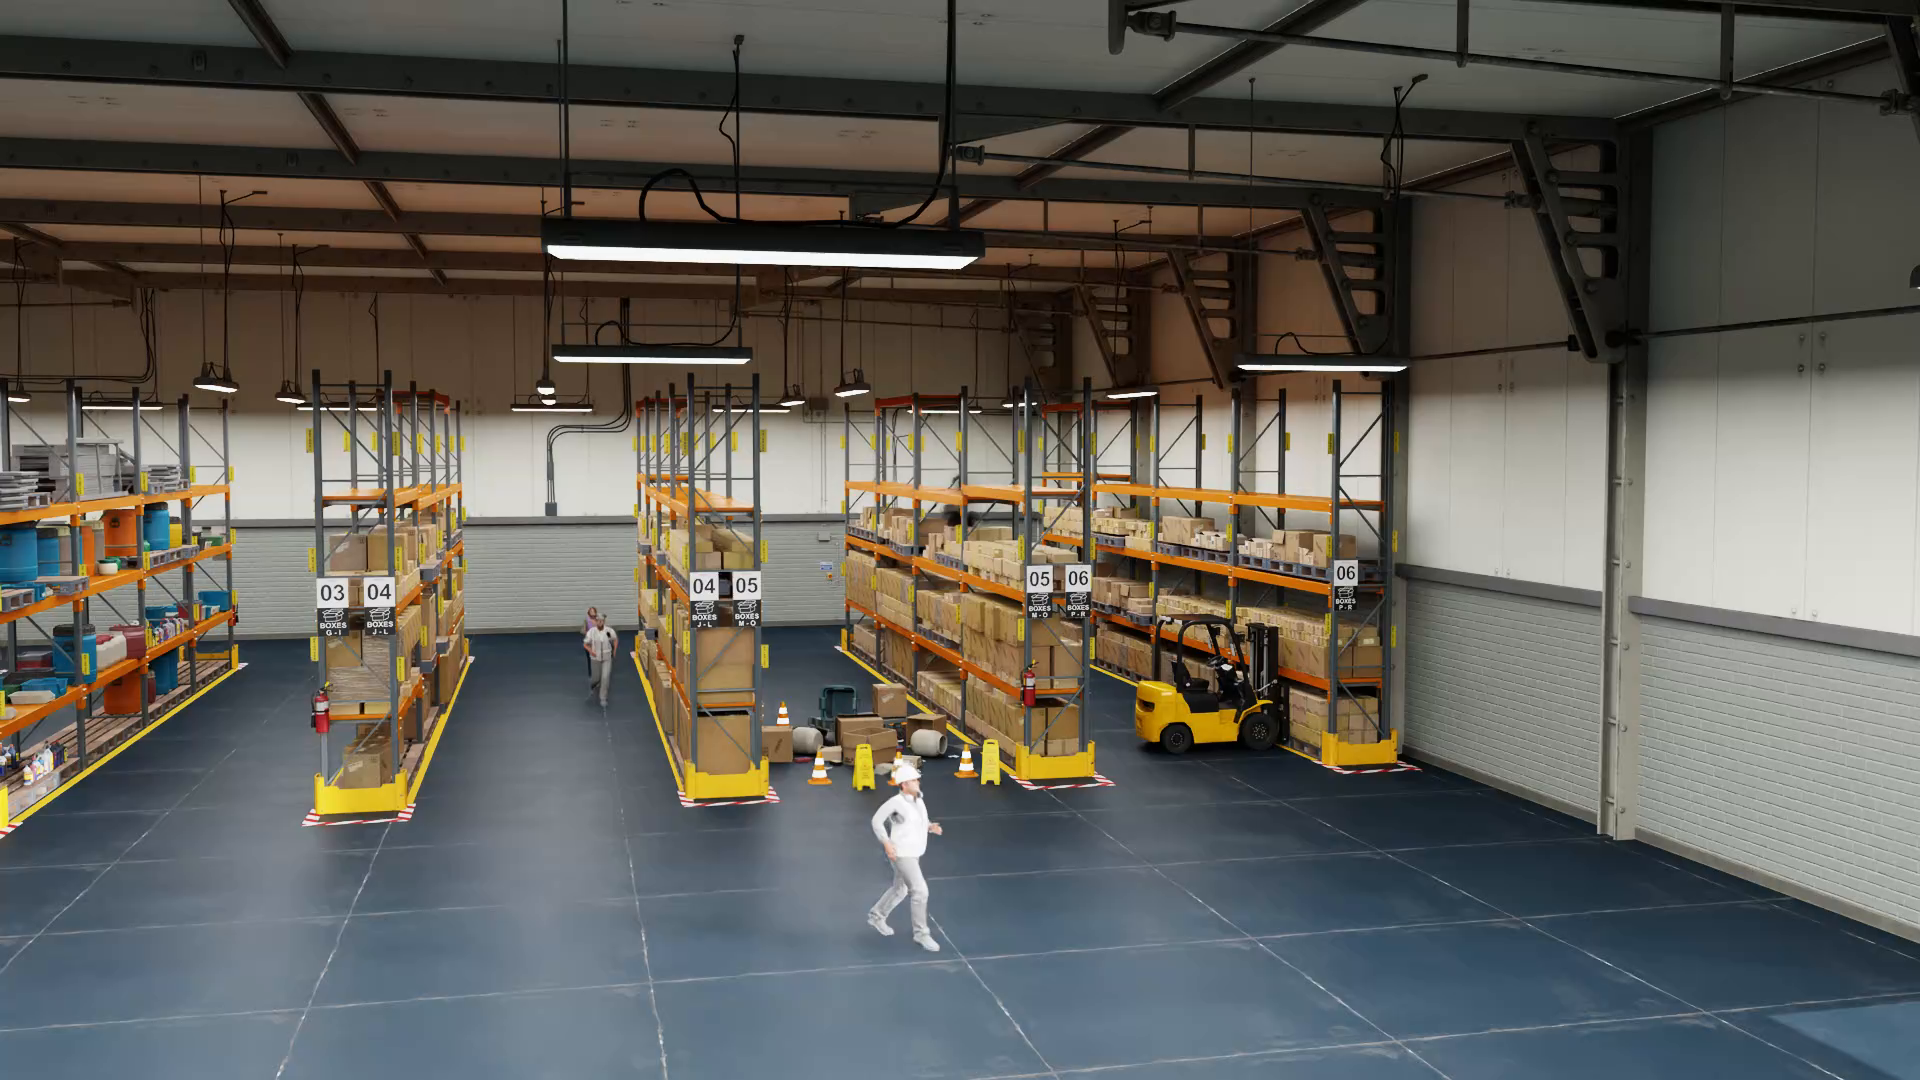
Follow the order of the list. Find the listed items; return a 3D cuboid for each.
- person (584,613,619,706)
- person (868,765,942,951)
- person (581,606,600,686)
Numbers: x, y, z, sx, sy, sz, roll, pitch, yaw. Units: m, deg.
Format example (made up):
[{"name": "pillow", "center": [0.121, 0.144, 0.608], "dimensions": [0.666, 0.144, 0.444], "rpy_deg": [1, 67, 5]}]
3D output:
[{"name": "person", "center": [-6.922, 2.282, 32.100], "dimensions": [0.670, 1.786, 0.844], "rpy_deg": [-1, 3, -17]}, {"name": "person", "center": [-0.554, 3.152, 16.656], "dimensions": [0.834, 1.809, 0.649], "rpy_deg": [1, 4, 20]}, {"name": "person", "center": [-7.635, 2.198, 34.622], "dimensions": [0.516, 1.635, 0.678], "rpy_deg": [-1, 3, -16]}]
